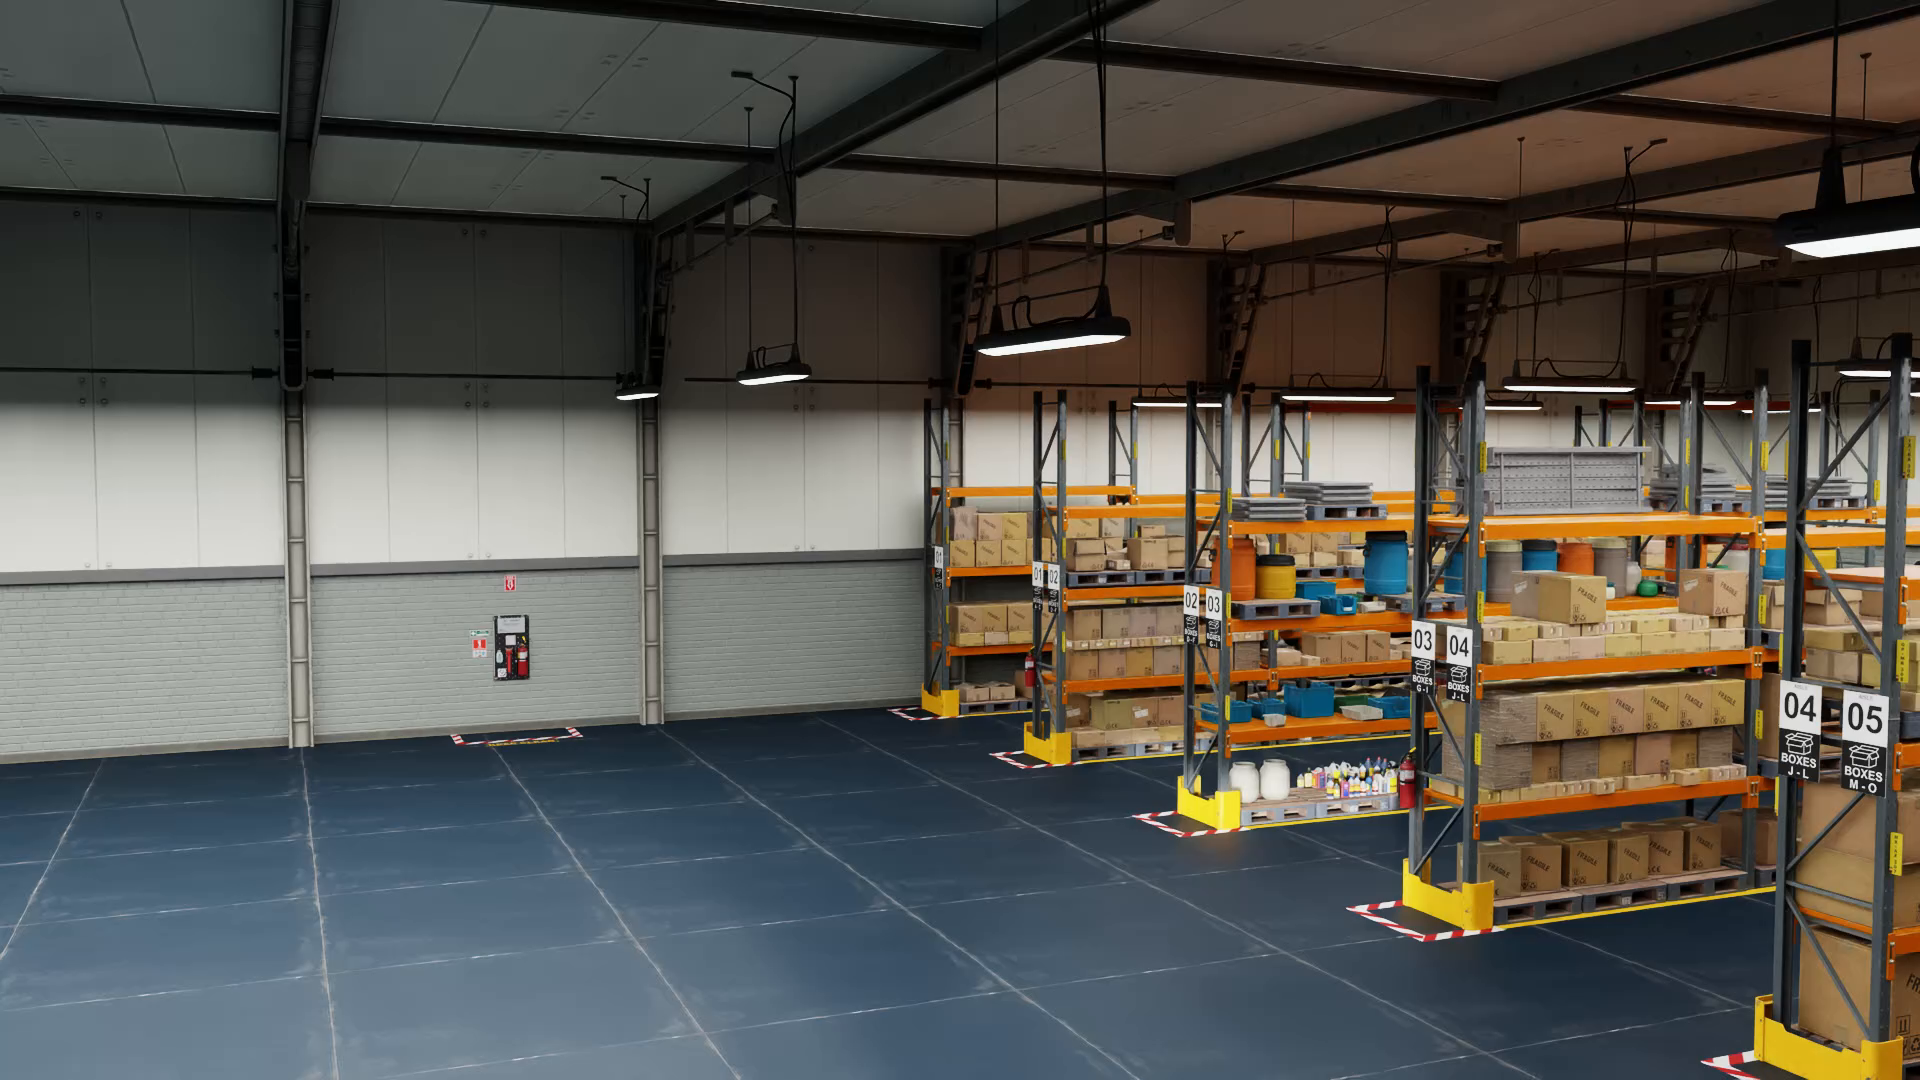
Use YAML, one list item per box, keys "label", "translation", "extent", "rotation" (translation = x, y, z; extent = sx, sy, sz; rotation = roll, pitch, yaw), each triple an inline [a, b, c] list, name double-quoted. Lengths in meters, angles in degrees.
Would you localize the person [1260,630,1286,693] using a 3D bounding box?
- label: "person"
  translation: [5.977, 2.445, 31.734]
  extent: [1.017, 1.680, 0.546]
  rotation: [-2, 4, -32]
